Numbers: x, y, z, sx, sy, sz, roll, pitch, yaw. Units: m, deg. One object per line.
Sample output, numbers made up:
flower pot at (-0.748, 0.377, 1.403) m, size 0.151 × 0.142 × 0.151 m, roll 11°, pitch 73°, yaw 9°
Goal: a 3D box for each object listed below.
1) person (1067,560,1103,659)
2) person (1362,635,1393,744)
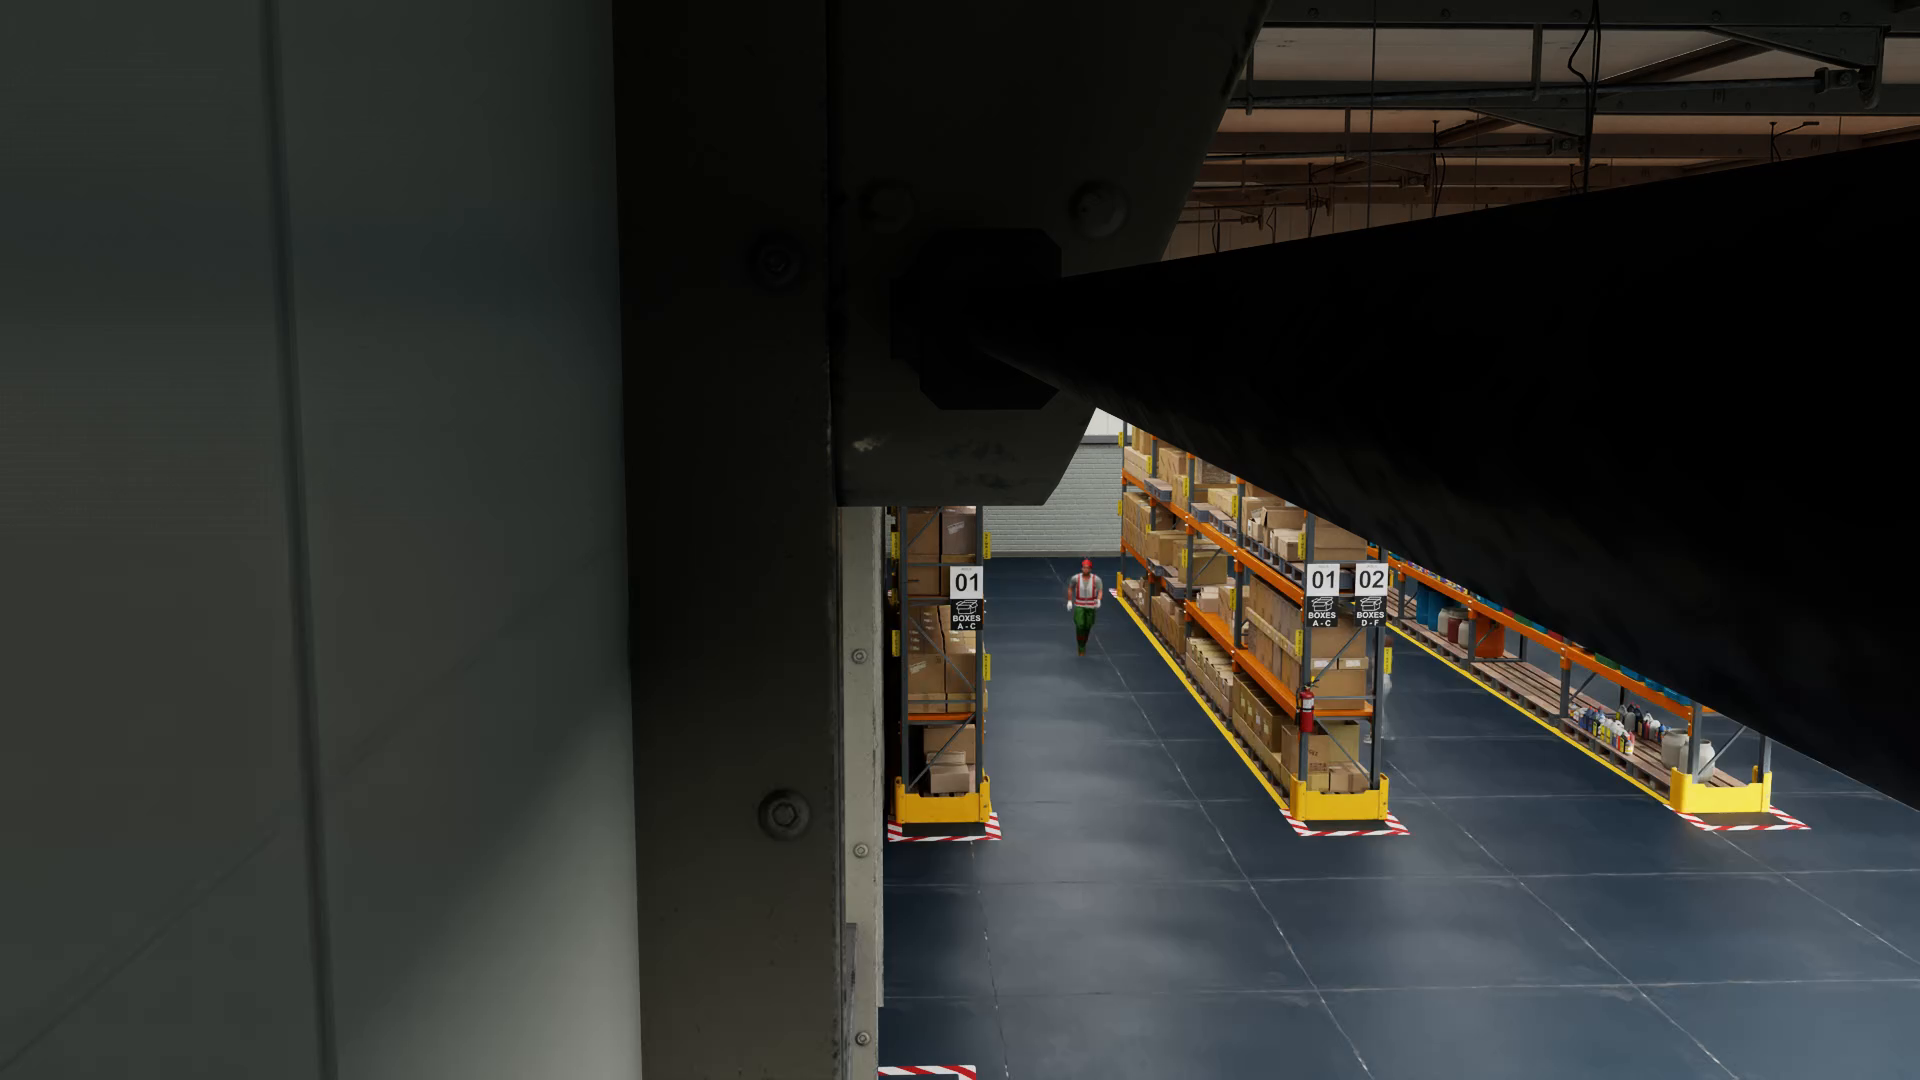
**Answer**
person at (2.285, 1.249, 30.321) m, size 0.615 × 1.813 × 0.877 m, roll 0°, pitch 8°, yaw -2°
person at (6.049, 2.163, 24.142) m, size 0.394 × 1.598 × 0.487 m, roll 0°, pitch 8°, yaw 1°
